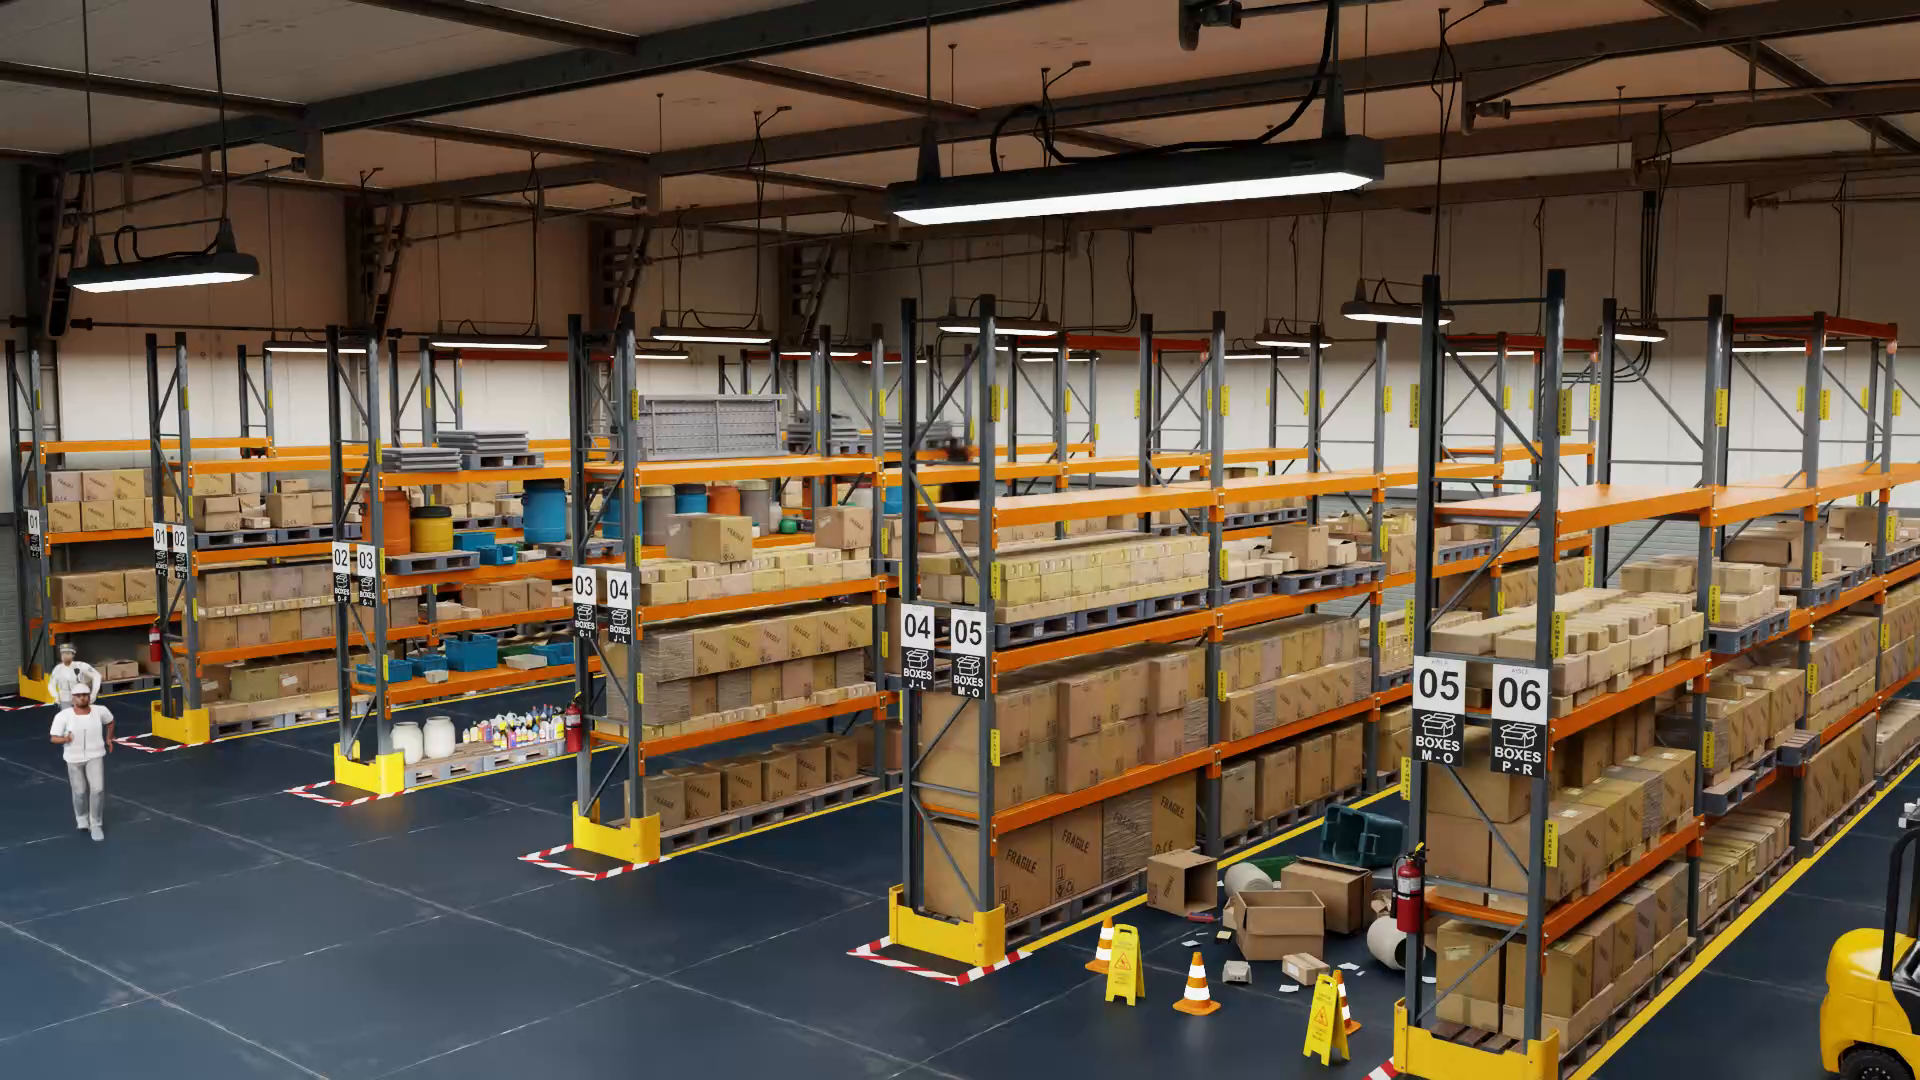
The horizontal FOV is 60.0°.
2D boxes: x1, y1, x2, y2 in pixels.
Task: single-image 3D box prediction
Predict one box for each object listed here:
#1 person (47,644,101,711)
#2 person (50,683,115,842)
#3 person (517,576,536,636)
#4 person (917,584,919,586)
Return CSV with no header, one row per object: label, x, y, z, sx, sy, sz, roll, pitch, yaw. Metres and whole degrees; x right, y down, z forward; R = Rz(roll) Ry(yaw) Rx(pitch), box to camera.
person,-12.386,2.257,23.226,0.642,1.651,0.601,-1,5,-12
person,-10.107,2.558,19.203,0.674,1.823,0.729,-3,6,-29
person,-8.139,1.512,31.288,0.634,1.676,0.750,3,6,32
person,-0.832,1.204,35.114,0.542,1.612,0.797,3,6,32
